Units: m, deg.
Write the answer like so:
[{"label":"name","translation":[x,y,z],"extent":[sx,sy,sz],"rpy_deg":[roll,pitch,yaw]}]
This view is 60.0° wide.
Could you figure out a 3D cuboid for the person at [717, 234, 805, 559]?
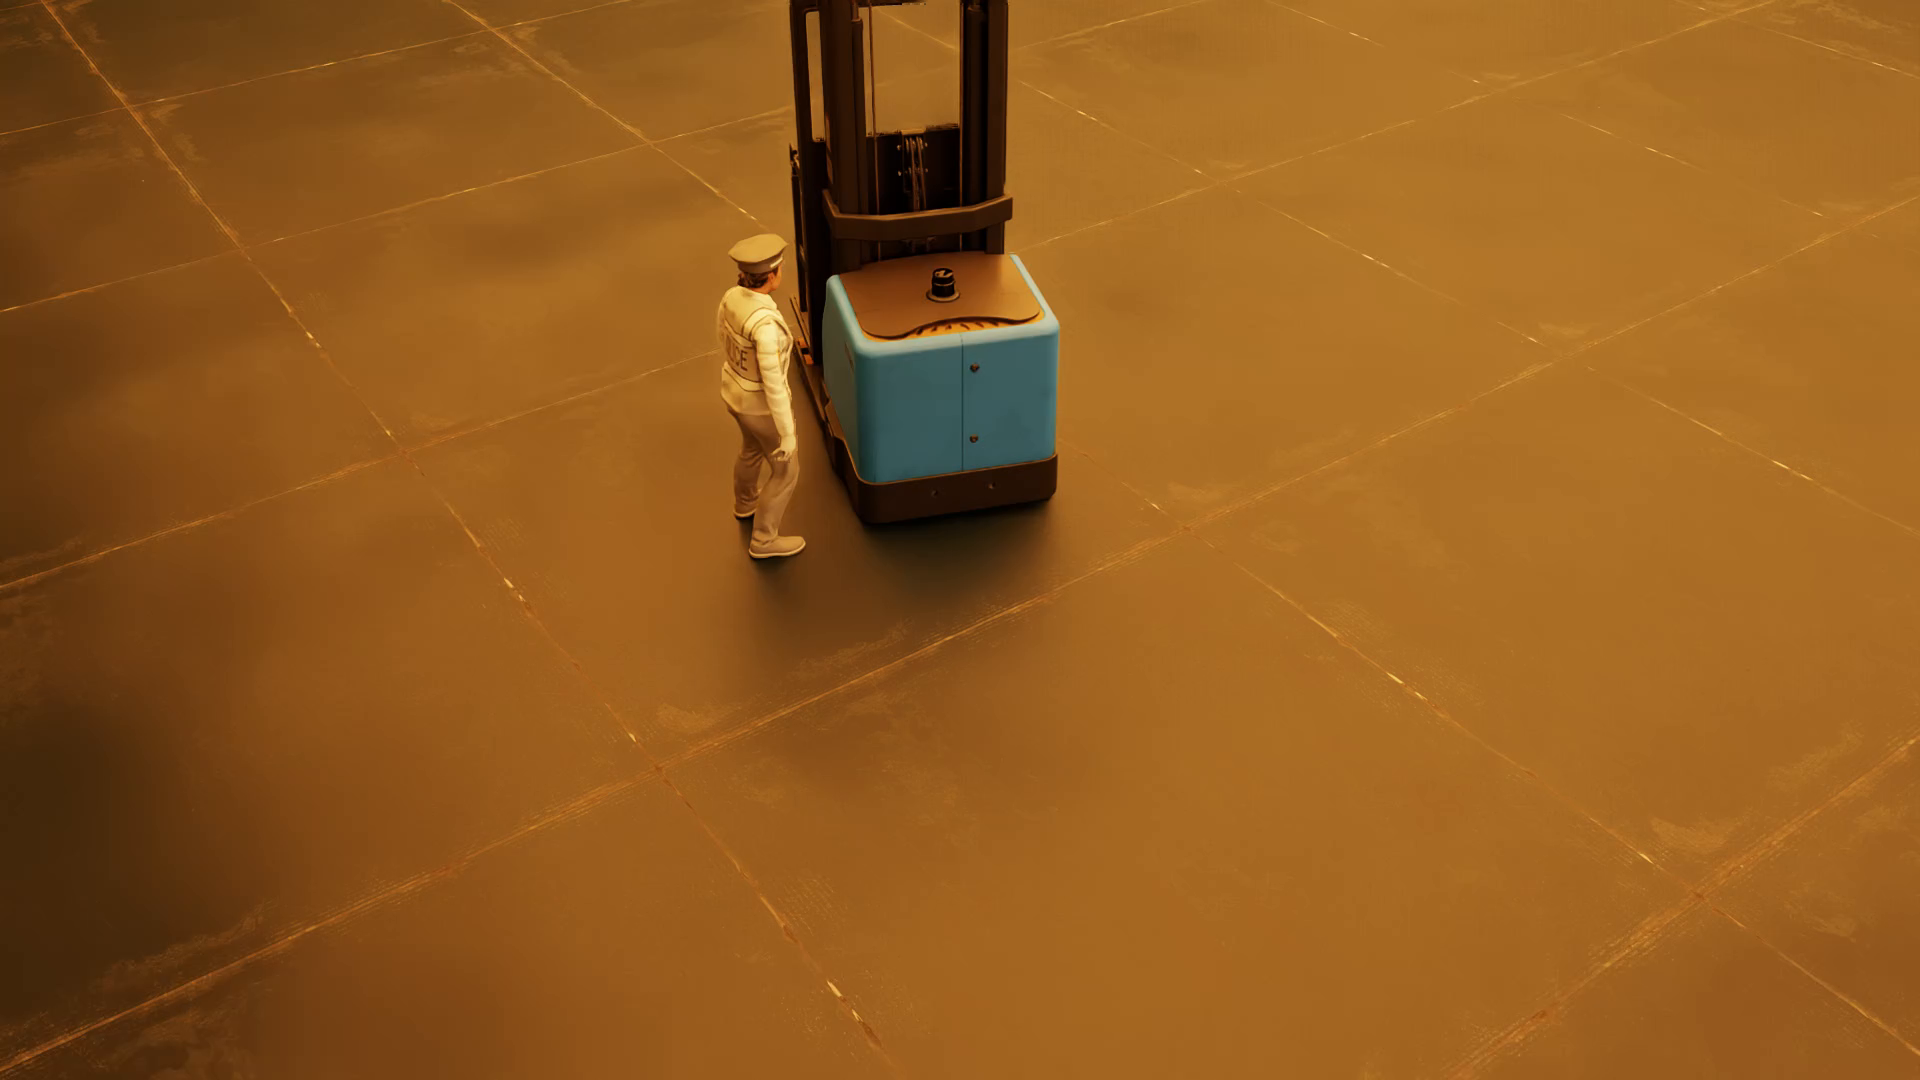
[{"label":"person","translation":[-0.943,-0.675,7.948],"extent":[0.372,1.642,0.713],"rpy_deg":[-21,41,-26]}]

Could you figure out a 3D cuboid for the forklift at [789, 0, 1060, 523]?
[{"label":"forklift","translation":[-0.359,-2.139,8.838],"extent":[1.130,2.935,3.031],"rpy_deg":[-9,37,-11]}]
